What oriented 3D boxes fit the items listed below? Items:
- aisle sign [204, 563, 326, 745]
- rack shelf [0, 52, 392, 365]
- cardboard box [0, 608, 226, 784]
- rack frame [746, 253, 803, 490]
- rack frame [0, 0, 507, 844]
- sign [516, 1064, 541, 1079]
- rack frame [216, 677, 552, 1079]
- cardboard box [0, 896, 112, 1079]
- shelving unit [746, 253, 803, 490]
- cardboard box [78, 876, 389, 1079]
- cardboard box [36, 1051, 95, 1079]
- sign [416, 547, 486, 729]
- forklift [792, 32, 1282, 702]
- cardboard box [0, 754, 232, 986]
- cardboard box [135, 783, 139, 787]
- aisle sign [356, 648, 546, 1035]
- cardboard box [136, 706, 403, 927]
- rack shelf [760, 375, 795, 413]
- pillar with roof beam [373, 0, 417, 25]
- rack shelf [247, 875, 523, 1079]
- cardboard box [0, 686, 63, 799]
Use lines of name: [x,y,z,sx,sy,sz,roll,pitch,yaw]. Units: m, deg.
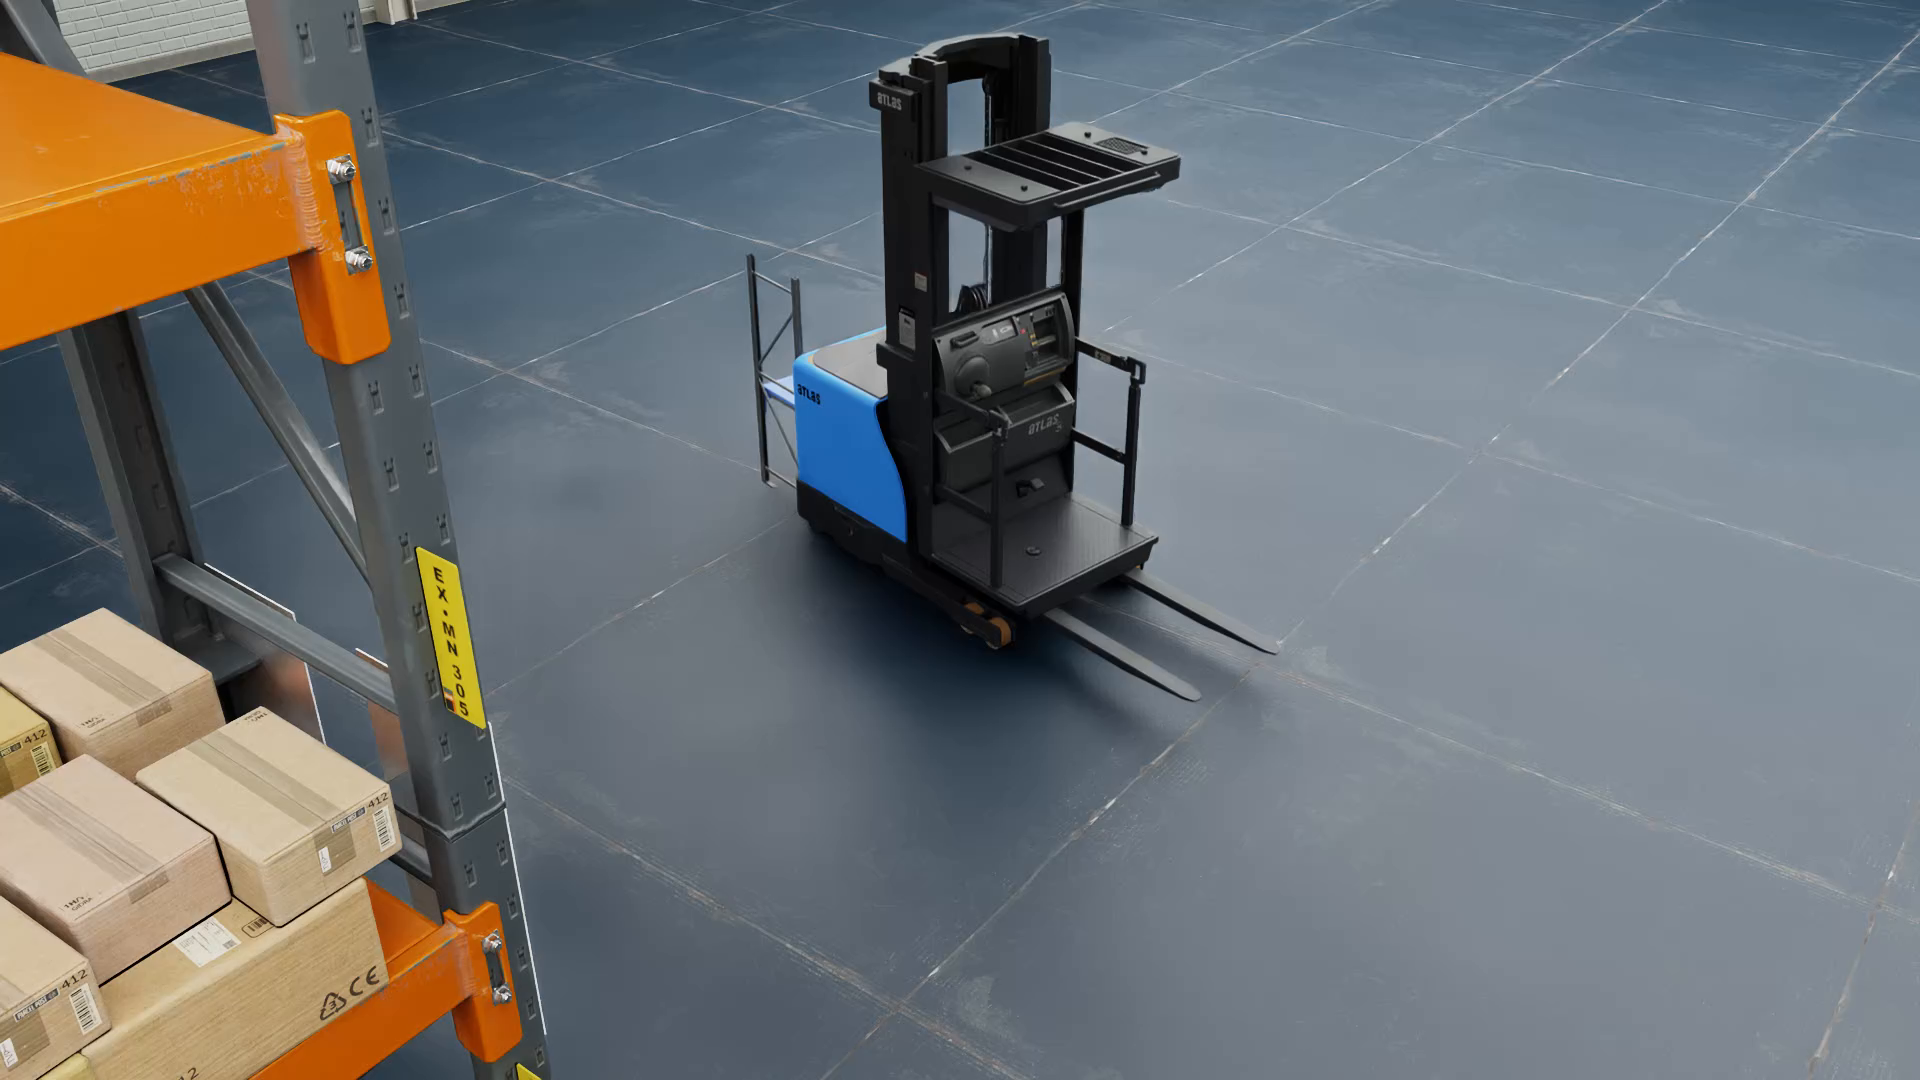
aisle sign: [-1.480,0.423,3.601,0.394,0.787,0.004,21,37,31]
rack shelf: [-2.485,0.202,1.349,1.077,0.370,4.000,21,37,31]
cardboard box: [-1.629,0.302,3.169,0.380,0.149,0.250,21,36,31]
rack frame: [-1.073,-0.920,9.889,0.032,1.500,0.500,-23,37,-33]
rack frame: [-1.278,-0.922,2.536,1.000,3.000,0.127,21,37,31]
sign: [-0.848,1.204,3.388,0.100,0.325,0.005,21,37,31]
rack frame: [-1.278,1.659,4.066,1.000,3.000,0.127,21,37,31]
cardboard box: [-1.525,0.685,2.523,0.380,0.149,0.250,19,36,29]
shelving unit: [-0.679,-1.085,10.166,1.048,1.500,0.538,-23,37,-33]
cardboard box: [-1.367,0.707,2.876,0.500,0.250,0.500,22,37,32]
cardboard box: [-1.666,0.911,2.532,0.500,0.250,0.500,21,37,32]
sign: [-0.848,0.167,2.773,0.100,0.325,0.005,21,37,31]
forklift: [0.382,-0.976,8.580,1.130,2.935,3.031,-24,38,-35]
cardboard box: [-1.448,0.540,2.767,0.380,0.149,0.250,20,36,30]
cardboard box: [-1.775,0.549,3.143,0.500,0.250,0.500,22,37,33]
aisle sign: [-1.001,0.608,3.289,0.394,0.787,0.004,21,37,31]
cardboard box: [-1.197,0.471,2.885,0.380,0.149,0.250,21,37,31]
rack shelf: [-0.679,-0.930,10.258,1.000,0.185,0.538,-23,37,-33]
pillar with roof beam: [-3.601,-9.045,16.243,9.100,9.000,0.400,21,37,31]
rack shelf: [-2.485,1.491,2.112,1.077,0.370,4.000,21,37,31]
cardboard box: [-1.862,0.378,3.041,0.380,0.149,0.250,22,37,32]
